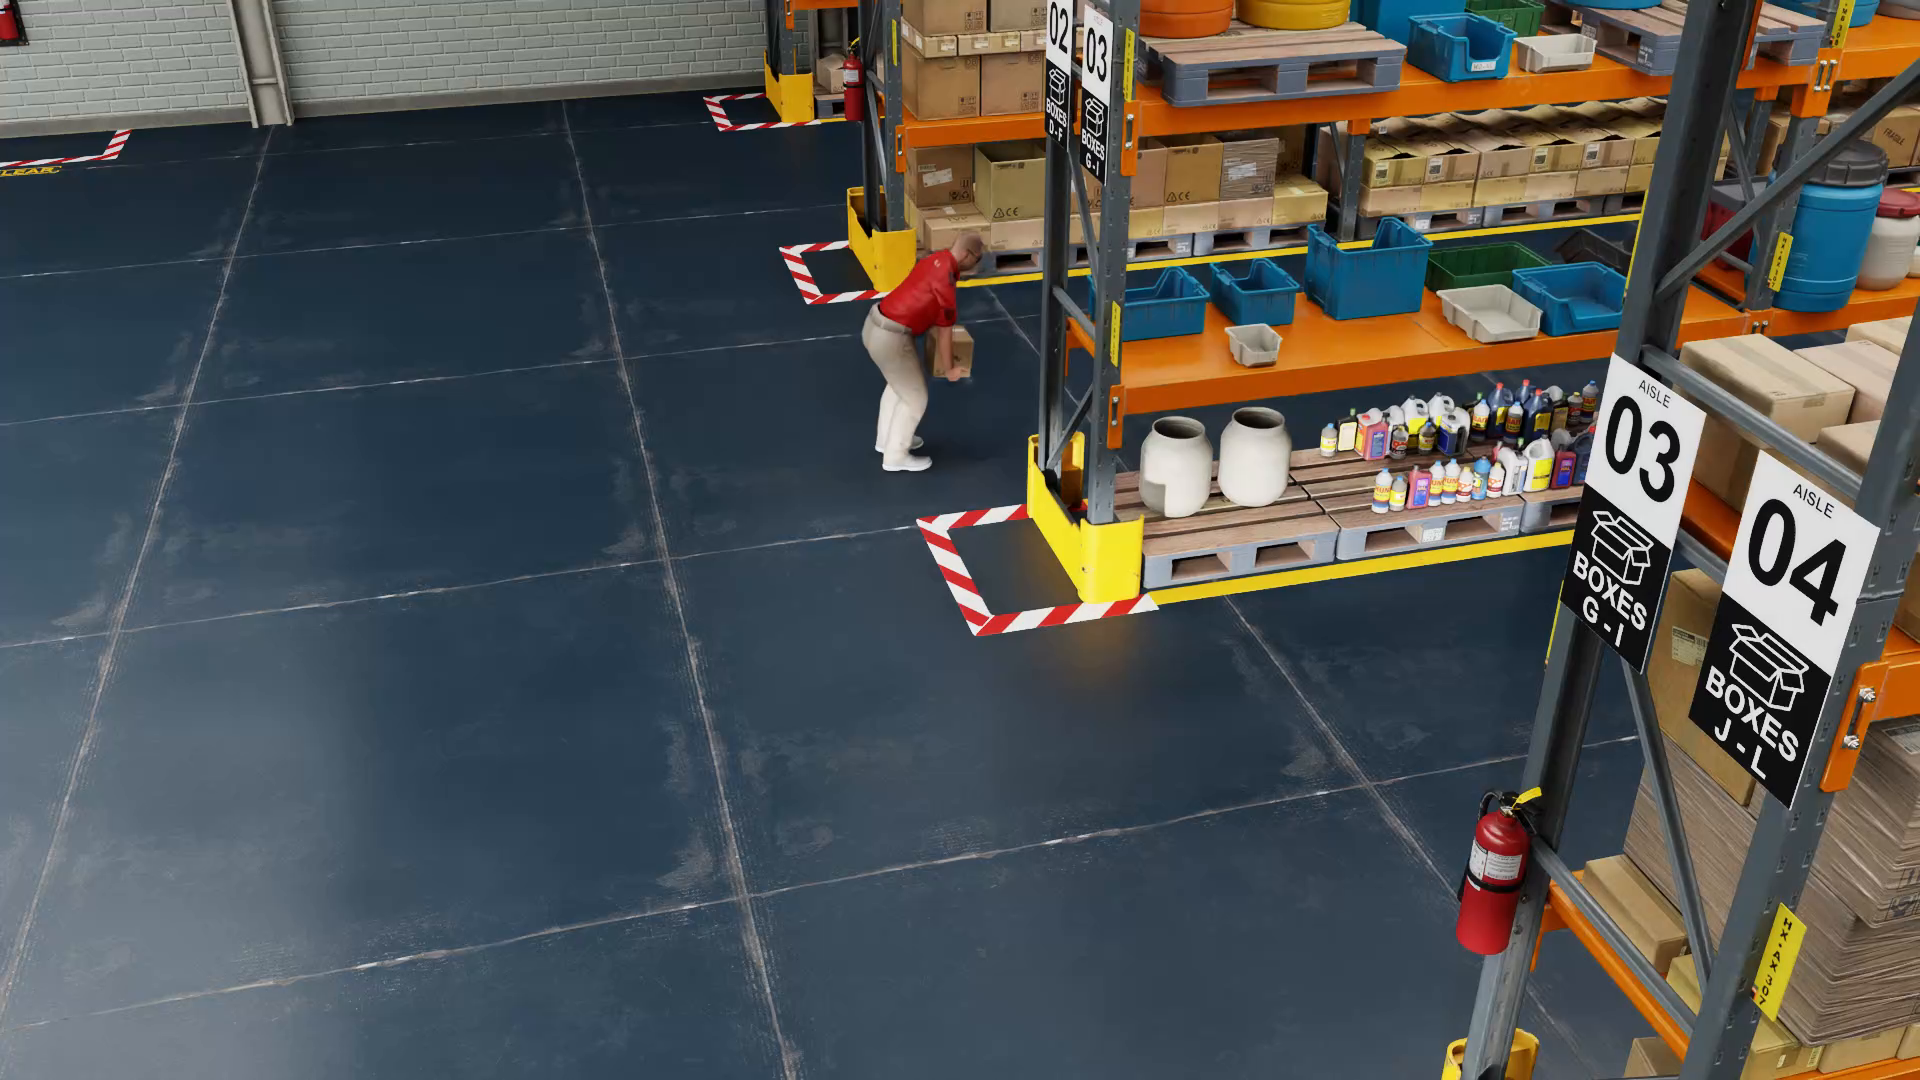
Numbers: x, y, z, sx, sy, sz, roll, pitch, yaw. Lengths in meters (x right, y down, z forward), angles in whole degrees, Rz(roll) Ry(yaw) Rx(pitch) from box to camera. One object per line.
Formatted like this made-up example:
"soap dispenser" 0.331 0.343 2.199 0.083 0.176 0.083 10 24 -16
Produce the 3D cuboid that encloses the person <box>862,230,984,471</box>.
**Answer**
"person" -0.224 -1.212 10.577 0.779 1.509 0.475 -8 31 -14
